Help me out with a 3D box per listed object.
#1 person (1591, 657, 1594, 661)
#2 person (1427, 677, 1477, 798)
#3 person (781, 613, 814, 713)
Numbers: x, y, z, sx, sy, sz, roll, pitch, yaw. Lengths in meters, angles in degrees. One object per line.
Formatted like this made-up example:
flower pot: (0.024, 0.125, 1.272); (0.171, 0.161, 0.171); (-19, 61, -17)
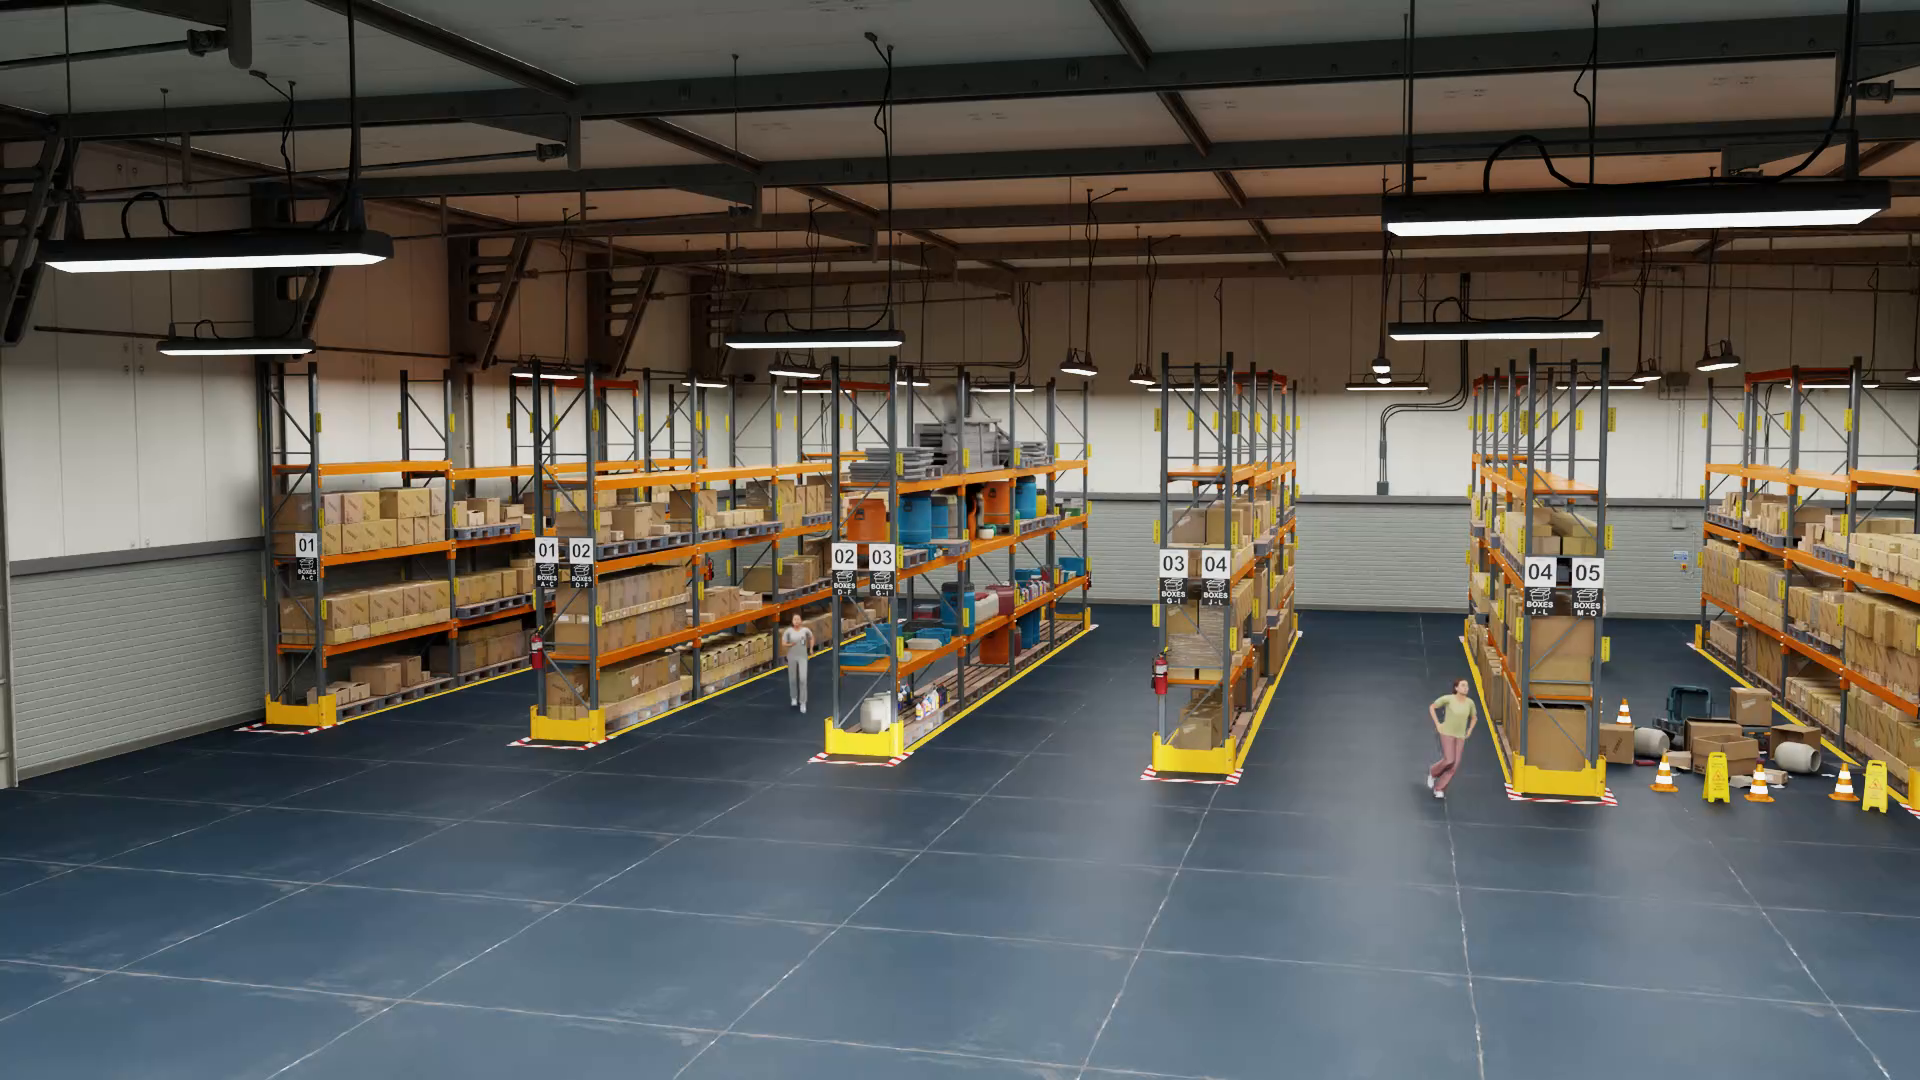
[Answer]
person: (13.199, 1.703, 35.051); (0.630, 1.652, 0.737); (1, 4, 8)
person: (6.637, 2.639, 22.283); (0.622, 1.616, 0.525); (-1, 4, -9)
person: (-2.829, 2.109, 28.989); (0.560, 1.698, 0.882); (0, 4, -4)
